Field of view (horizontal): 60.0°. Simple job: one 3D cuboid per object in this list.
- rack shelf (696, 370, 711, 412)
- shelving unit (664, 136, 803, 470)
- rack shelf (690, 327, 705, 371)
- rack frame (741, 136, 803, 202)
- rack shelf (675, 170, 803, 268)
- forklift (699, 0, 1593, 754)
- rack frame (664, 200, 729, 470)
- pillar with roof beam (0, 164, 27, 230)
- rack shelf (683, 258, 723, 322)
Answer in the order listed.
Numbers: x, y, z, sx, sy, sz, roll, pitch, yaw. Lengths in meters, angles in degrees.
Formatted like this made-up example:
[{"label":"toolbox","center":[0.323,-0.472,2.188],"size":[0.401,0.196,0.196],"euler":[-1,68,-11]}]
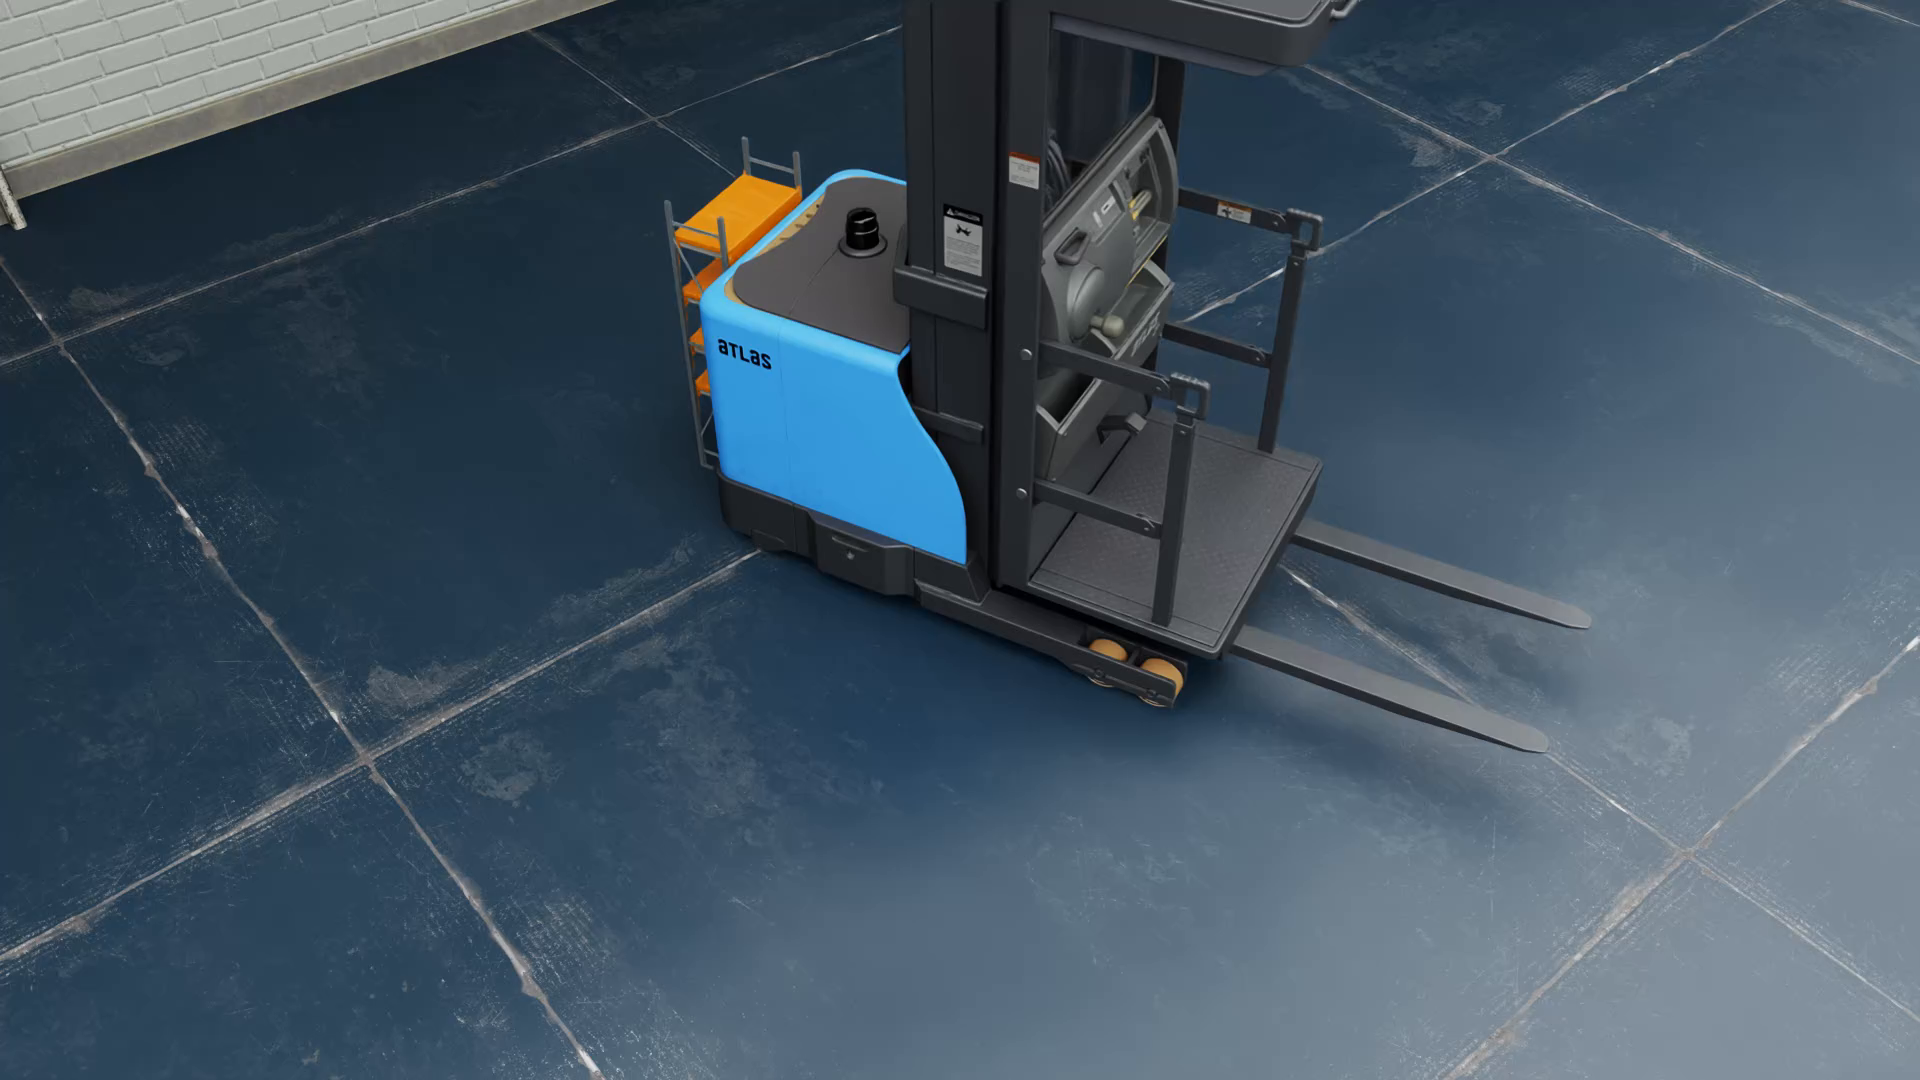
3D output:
[{"label":"rack shelf","center":[-0.800,-0.650,6.454],"size":[0.258,0.148,0.480],"euler":[20,47,20]},{"label":"shelving unit","center":[-0.800,-0.844,6.272],"size":[0.258,1.200,0.503],"euler":[20,47,20]},{"label":"rack shelf","center":[-0.800,-0.795,6.318],"size":[0.258,0.148,0.480],"euler":[20,47,20]},{"label":"rack frame","center":[-0.687,-0.992,6.430],"size":[0.240,1.200,0.015],"euler":[20,47,20]},{"label":"rack shelf","center":[-0.801,-1.131,6.003],"size":[0.258,0.148,0.480],"euler":[20,47,20]},{"label":"forklift","center":[0.654,-0.922,5.090],"size":[3.031,2.935,1.130],"euler":[20,47,20]},{"label":"rack frame","center":[-0.914,-0.696,6.115],"size":[0.240,1.200,0.015],"euler":[20,47,20]},{"label":"pillar with roof beam","center":[-1.874,-2.490,2.328],"size":[0.400,9.000,9.100],"euler":[-30,51,-28]},{"label":"rack shelf","center":[-0.800,-0.958,6.165],"size":[0.258,0.148,0.480],"euler":[20,47,20]}]
